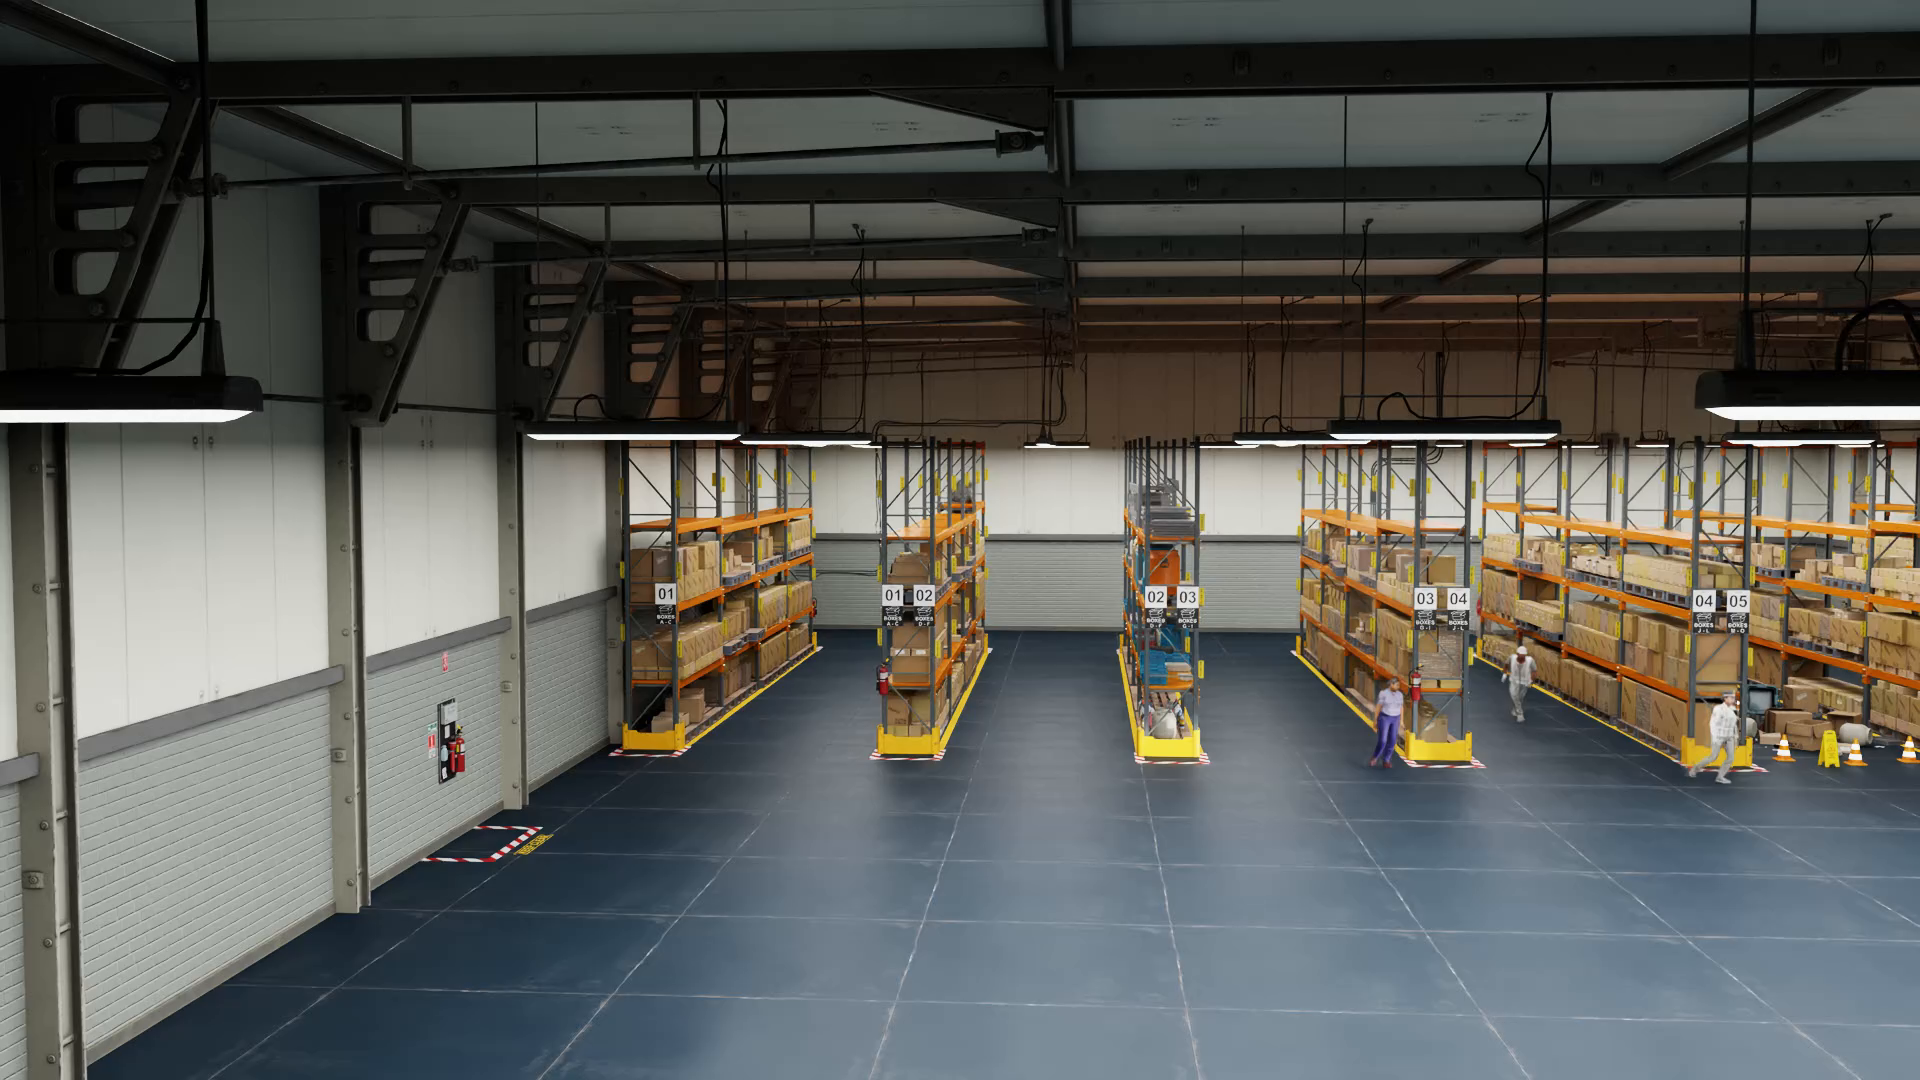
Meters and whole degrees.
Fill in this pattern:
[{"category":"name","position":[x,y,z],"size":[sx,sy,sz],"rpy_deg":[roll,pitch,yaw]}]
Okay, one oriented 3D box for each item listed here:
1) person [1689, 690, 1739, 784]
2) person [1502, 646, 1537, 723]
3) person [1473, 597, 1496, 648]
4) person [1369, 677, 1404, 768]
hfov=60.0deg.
[{"category":"person","position":[13.025,3.367,28.657],"size":[0.758,1.613,0.553],"rpy_deg":[-1,3,-15]},{"category":"person","position":[11.847,3.008,35.233],"size":[0.710,1.612,1.112],"rpy_deg":[1,3,16]},{"category":"person","position":[15.219,2.264,48.211],"size":[0.961,1.712,0.657],"rpy_deg":[-2,4,-37]},{"category":"person","position":[7.714,3.283,30.015],"size":[0.620,1.635,0.421],"rpy_deg":[-1,3,-14]}]
